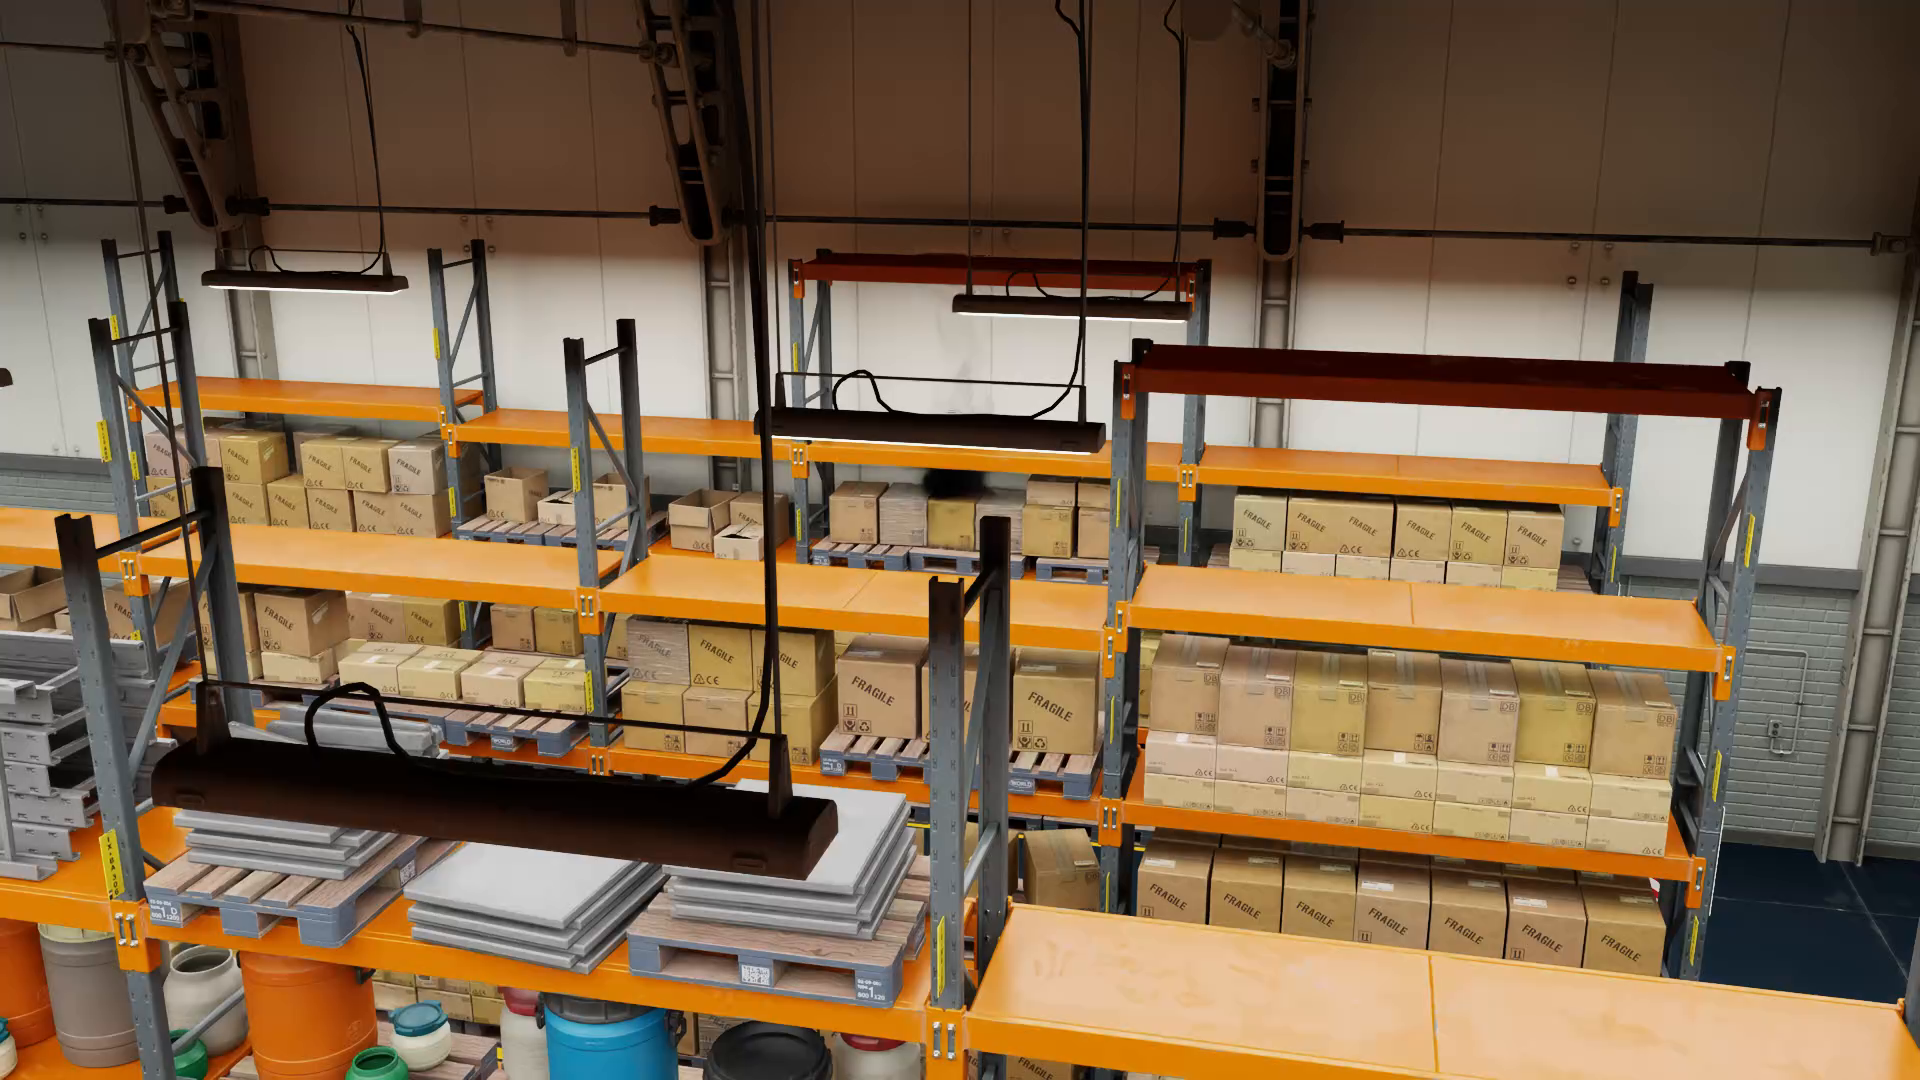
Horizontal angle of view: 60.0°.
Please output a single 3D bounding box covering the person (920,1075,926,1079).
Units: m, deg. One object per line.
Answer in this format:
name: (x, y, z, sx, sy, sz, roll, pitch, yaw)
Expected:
person: (-0.197, 4.247, 11.009, 0.847, 1.590, 0.538, 2, 16, 5)
